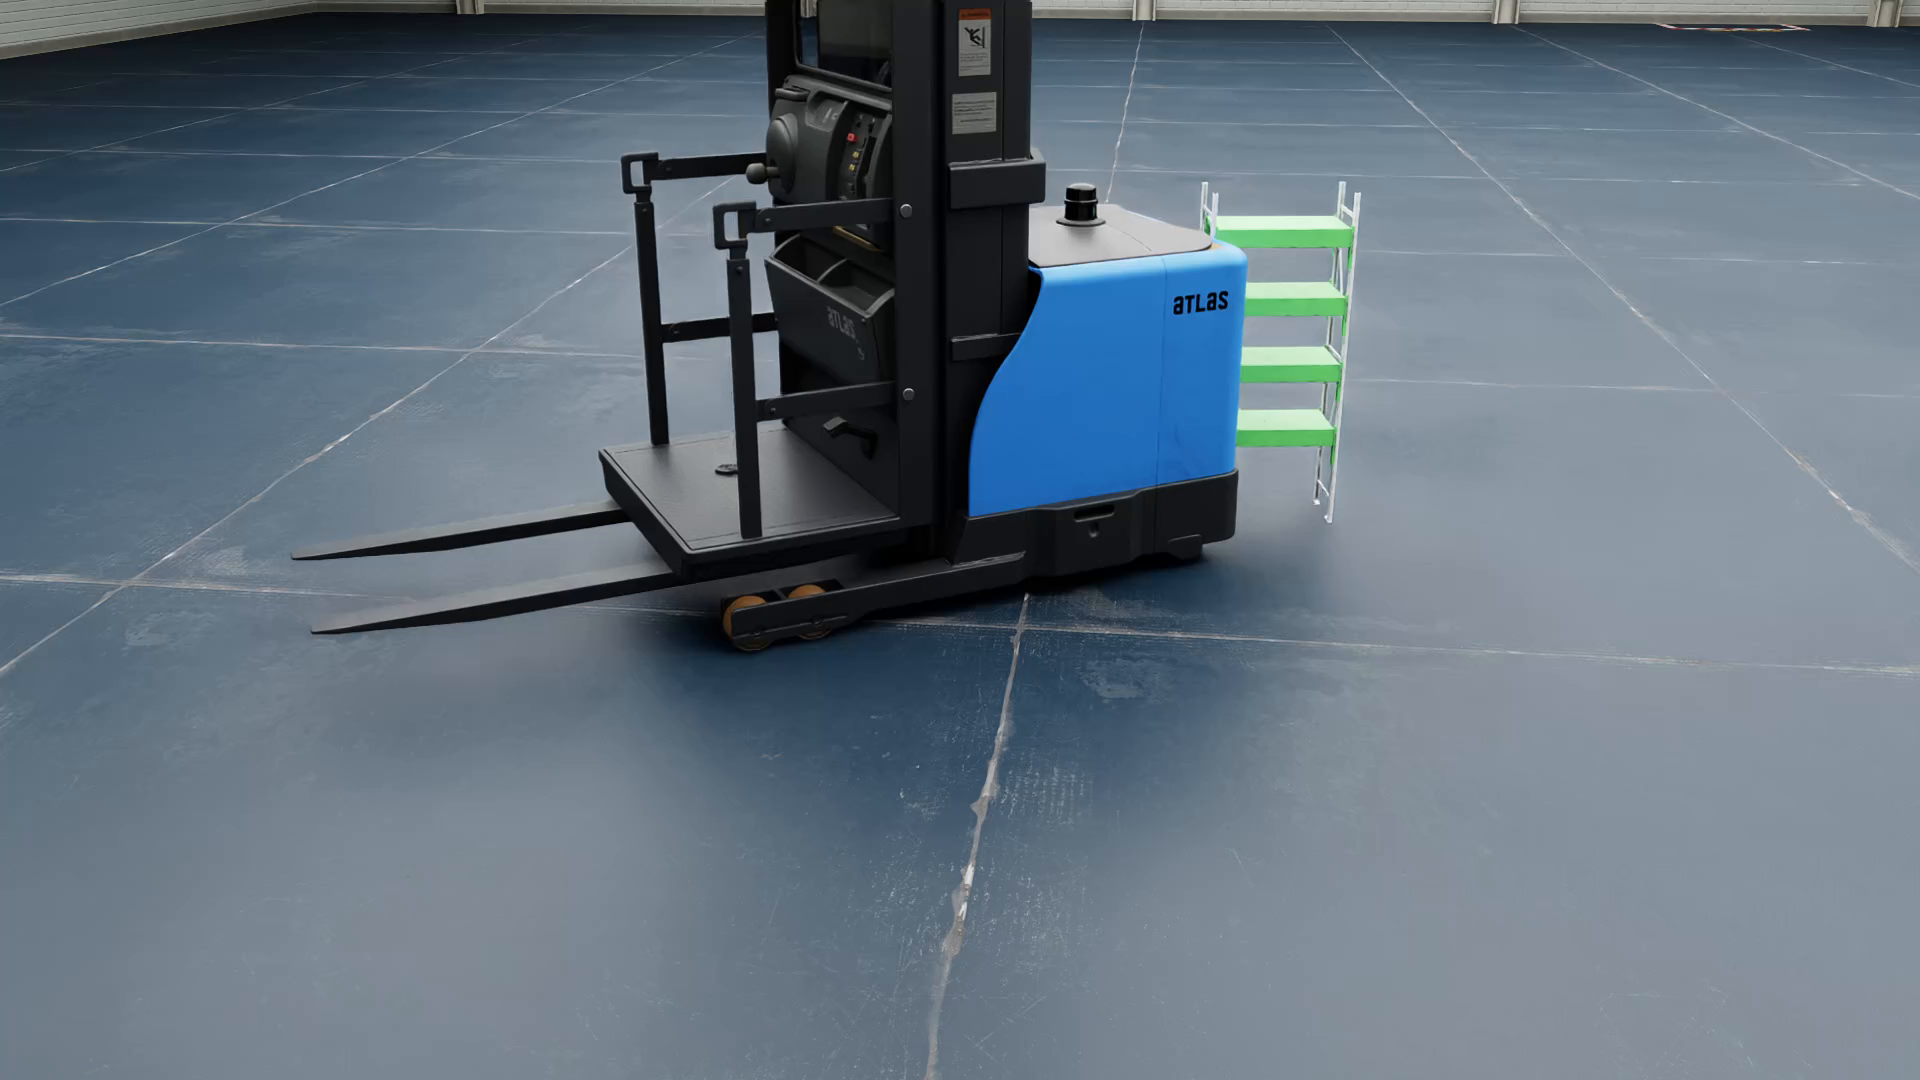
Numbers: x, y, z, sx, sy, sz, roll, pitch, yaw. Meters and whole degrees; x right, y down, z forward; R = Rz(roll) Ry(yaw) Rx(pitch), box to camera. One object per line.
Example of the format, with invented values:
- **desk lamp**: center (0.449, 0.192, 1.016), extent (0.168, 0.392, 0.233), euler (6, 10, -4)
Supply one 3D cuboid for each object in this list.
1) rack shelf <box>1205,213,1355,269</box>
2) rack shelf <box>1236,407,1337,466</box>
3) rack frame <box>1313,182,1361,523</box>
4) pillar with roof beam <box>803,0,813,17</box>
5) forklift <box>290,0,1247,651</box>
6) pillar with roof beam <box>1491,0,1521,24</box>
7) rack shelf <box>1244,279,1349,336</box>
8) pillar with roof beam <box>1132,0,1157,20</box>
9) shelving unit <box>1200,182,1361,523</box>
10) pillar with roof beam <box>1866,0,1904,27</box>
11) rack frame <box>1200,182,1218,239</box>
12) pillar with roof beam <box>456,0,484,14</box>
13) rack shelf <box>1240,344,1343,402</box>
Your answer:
- **rack shelf**: center (1.111, -1.050, 5.832), extent (0.480, 0.148, 0.258), euler (-1, 22, -1)
- **rack shelf**: center (1.111, -0.380, 6.097), extent (0.480, 0.148, 0.258), euler (-1, 22, -1)
- **rack frame**: center (1.354, -0.666, 5.991), extent (0.015, 1.200, 0.240), euler (-1, 22, -1)
- **pillar with roof beam**: center (-3.311, -11.790, 23.523), extent (0.400, 9.000, 9.100), euler (2, 22, 6)
- **forklift**: center (-0.598, -1.244, 5.100), extent (3.031, 2.935, 1.130), euler (-10, 24, -23)
- **pillar with roof beam**: center (8.606, -11.271, 22.209), extent (0.400, 9.000, 9.100), euler (2, 22, 6)
- **rack shelf**: center (1.111, -0.827, 5.920), extent (0.480, 0.148, 0.258), euler (-1, 22, -1)
- **pillar with roof beam**: center (2.648, -11.531, 22.866), extent (0.400, 9.000, 9.100), euler (2, 22, 6)
- **shelving unit**: center (1.111, -0.663, 5.985), extent (0.503, 1.200, 0.258), euler (-1, 22, -1)
- **pillar with roof beam**: center (14.564, -11.011, 21.553), extent (0.400, 9.000, 9.100), euler (2, 22, 6)
- **rack frame**: center (0.867, -0.661, 5.979), extent (0.015, 1.200, 0.240), euler (-1, 22, -1)
- **pillar with roof beam**: center (-9.269, -12.050, 24.179), extent (0.400, 9.000, 9.100), euler (2, 22, 6)
- **rack shelf**: center (1.111, -0.604, 6.008), extent (0.480, 0.148, 0.258), euler (-1, 22, -1)
